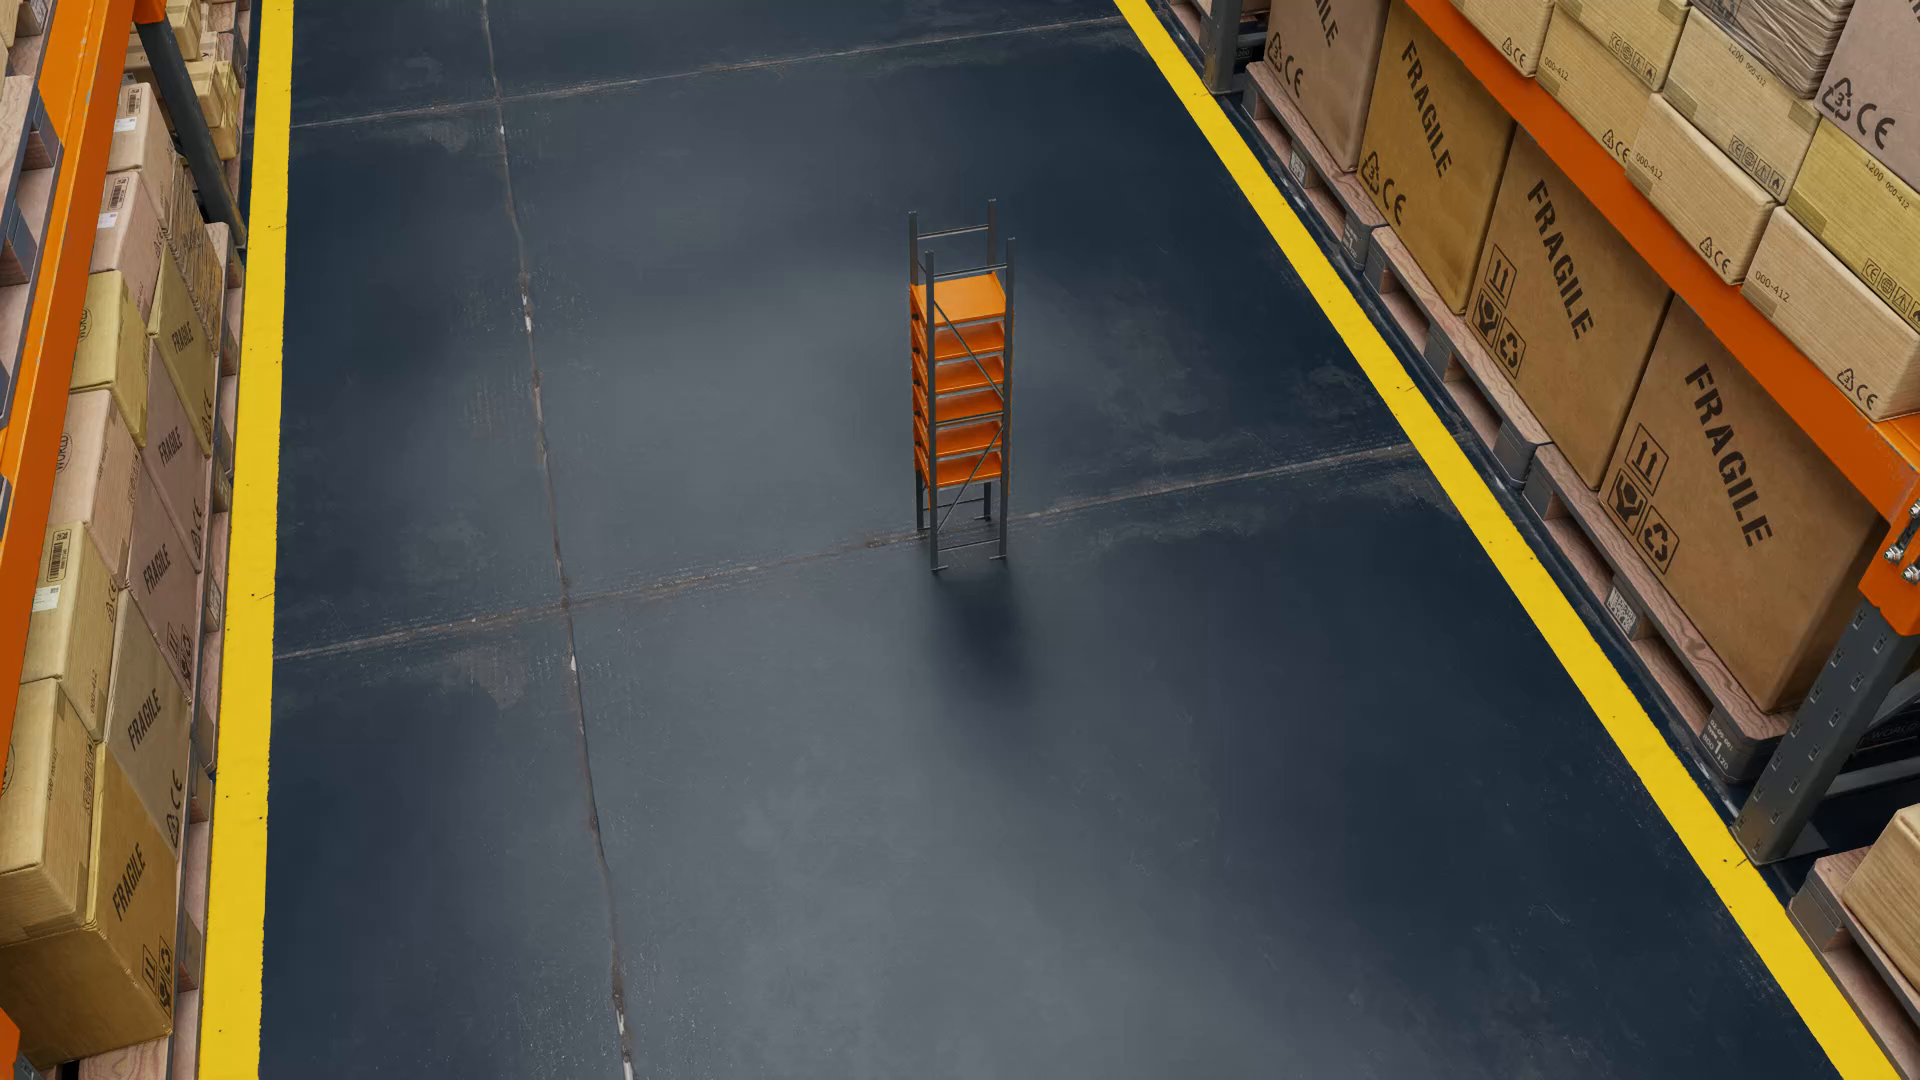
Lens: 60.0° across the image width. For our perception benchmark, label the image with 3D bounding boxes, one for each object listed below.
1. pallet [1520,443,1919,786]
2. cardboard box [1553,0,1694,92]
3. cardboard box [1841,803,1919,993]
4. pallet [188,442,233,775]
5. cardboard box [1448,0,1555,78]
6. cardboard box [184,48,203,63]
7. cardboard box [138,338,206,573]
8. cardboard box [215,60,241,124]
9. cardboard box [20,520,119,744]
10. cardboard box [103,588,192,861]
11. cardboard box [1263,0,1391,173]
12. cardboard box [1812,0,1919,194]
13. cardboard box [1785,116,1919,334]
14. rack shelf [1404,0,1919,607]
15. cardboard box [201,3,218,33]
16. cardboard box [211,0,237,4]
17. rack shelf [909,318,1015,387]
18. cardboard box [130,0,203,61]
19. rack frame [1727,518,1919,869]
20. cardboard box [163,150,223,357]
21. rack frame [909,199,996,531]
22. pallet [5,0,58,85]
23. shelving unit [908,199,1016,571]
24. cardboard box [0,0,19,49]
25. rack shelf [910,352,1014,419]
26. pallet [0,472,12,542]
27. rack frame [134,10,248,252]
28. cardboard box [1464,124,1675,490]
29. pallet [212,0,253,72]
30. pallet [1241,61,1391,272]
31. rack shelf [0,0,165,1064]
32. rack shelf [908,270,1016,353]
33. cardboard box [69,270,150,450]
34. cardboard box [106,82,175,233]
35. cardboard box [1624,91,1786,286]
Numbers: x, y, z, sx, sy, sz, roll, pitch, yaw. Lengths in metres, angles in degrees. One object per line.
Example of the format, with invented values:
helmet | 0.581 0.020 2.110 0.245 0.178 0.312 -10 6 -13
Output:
pallet | 2.439 0.103 5.002 1.003 0.211 1.213 -11 47 -10
cardboard box | 1.913 -1.429 4.305 0.500 0.250 0.500 -12 47 -11
cardboard box | 2.703 0.849 3.863 0.950 0.372 0.625 -14 47 -13
pallet | -2.699 0.255 4.852 1.003 0.211 1.213 -11 47 -10
cardboard box | 1.770 -1.612 4.834 0.500 0.250 0.500 -11 47 -11
cardboard box | -3.150 -1.822 6.430 0.380 0.149 0.250 -10 46 -10
cardboard box | -2.524 -0.200 4.802 0.500 0.500 0.500 -12 47 -11
cardboard box | -3.066 -1.745 6.562 0.380 0.149 0.250 -9 46 -9
cardboard box | -2.264 0.254 3.831 0.500 0.250 0.500 -11 47 -11
cardboard box | -2.258 0.506 4.110 0.500 0.500 0.500 -10 46 -10
cardboard box | 1.780 -2.067 6.369 0.875 0.875 0.875 -9 46 -9
cardboard box | 2.183 -1.009 3.369 0.500 0.500 0.500 -12 47 -11
cardboard box | 2.198 -0.726 3.616 0.500 0.250 0.500 -11 47 -10
rack shelf | 2.056 -1.444 5.069 1.077 0.370 4.000 -11 47 -10
cardboard box | -3.293 -2.073 6.884 0.380 0.149 0.250 -12 47 -11
cardboard box | -3.369 -2.450 7.253 0.380 0.149 0.250 -12 47 -11
rack shelf | 0.004 -0.547 4.672 0.258 0.103 0.180 -11 47 -10
cardboard box | -3.116 -1.936 6.333 0.380 0.149 0.250 -9 46 -8
rack frame | 2.568 -0.315 3.459 1.000 3.000 0.127 -11 47 -10
cardboard box | -2.782 -0.909 5.497 0.500 0.500 0.500 -12 47 -11
rack frame | -0.020 -0.473 4.874 0.240 1.200 0.006 -11 47 -10
pallet | -3.160 -1.481 4.735 1.003 0.211 1.213 -11 47 -10
shelving unit | 0.004 -0.410 4.812 0.258 1.200 0.189 -11 47 -10
cardboard box | -2.729 -1.398 4.402 0.380 0.149 0.250 -13 47 -12
rack shelf | 0.004 -0.463 4.758 0.258 0.103 0.180 -11 47 -10
pallet | -2.477 0.254 3.035 1.213 0.211 1.003 -11 47 -10
rack frame | -3.215 -2.102 5.210 1.000 3.000 0.127 -11 47 -10
cardboard box | 2.247 -0.827 5.154 0.875 0.875 0.875 -10 46 -10
pallet | -3.737 -2.427 7.481 1.003 0.211 1.213 -11 47 -10
pallet | 1.814 -1.582 6.653 1.003 0.211 1.213 -11 47 -10
rack shelf | -2.703 -0.470 4.114 1.077 0.370 4.000 -11 47 -10
rack shelf | 0.004 -0.631 4.586 0.258 0.103 0.180 -11 47 -10
cardboard box | -2.512 -0.449 4.521 0.500 0.250 0.500 -13 47 -12
cardboard box | -2.780 -1.169 5.226 0.500 0.250 0.500 -12 47 -11
cardboard box | 2.042 -0.914 4.151 0.500 0.250 0.500 -10 46 -10
